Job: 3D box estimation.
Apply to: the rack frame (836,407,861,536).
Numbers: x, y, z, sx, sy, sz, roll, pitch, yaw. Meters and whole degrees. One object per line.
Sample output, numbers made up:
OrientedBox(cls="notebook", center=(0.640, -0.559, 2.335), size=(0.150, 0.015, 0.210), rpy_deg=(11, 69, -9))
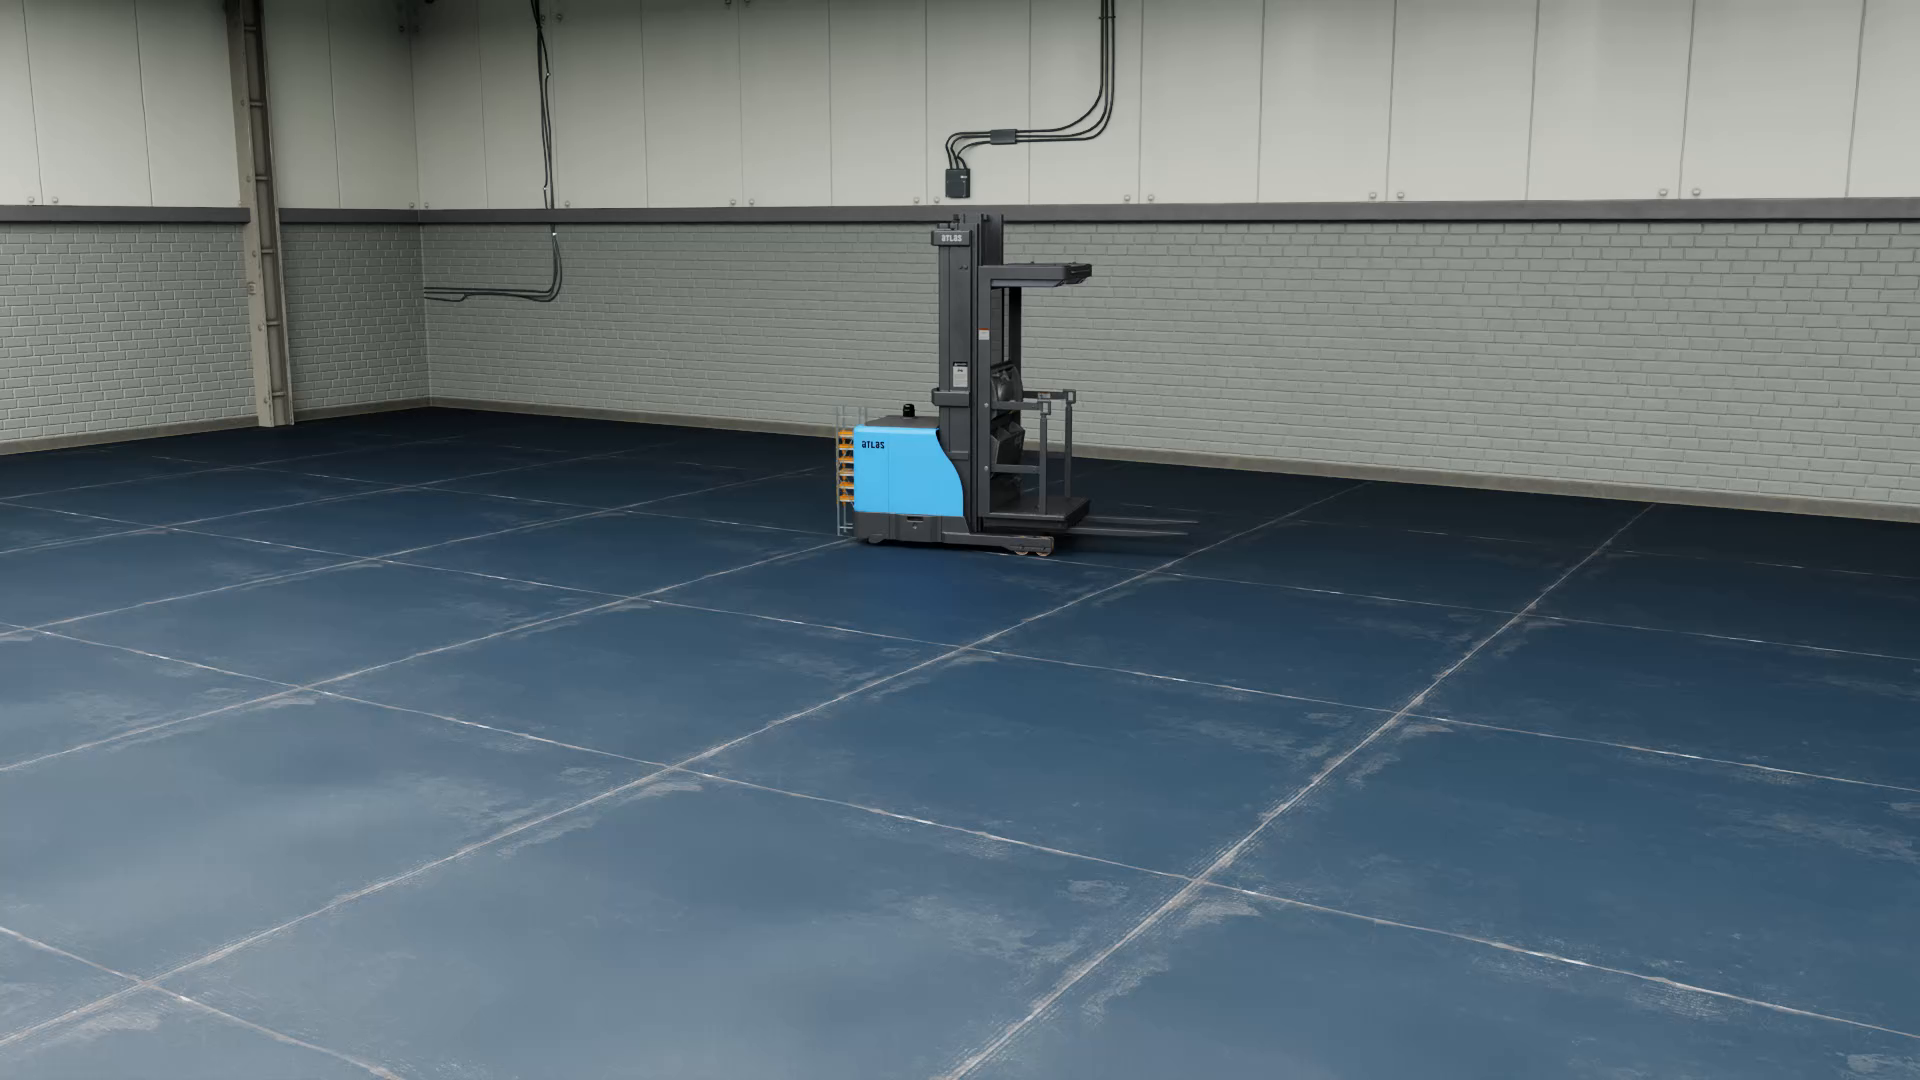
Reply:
OrientedBox(cls="rack frame", center=(-1.021, -0.624, 15.320), size=(0.240, 1.200, 0.006), rpy_deg=(3, 11, 15))

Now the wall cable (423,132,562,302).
OrientedBox(cls="wall cable", center=(-7.287, -4.907, 25.447), size=(3.097, 2.526, 0.112), rpy_deg=(6, 12, 31))

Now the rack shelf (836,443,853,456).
OrientedBox(cls="rack shelf", center=(-0.997, -0.832, 15.371), size=(0.258, 0.103, 0.180), rpy_deg=(3, 11, 15))

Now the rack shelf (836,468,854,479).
OrientedBox(cls="rack shelf", center=(-0.997, -0.596, 15.415), size=(0.258, 0.103, 0.180), rpy_deg=(3, 11, 15))

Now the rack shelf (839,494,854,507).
OrientedBox(cls="rack shelf", center=(-0.997, -0.360, 15.459), size=(0.258, 0.103, 0.180), rpy_deg=(3, 11, 15))

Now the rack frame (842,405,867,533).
OrientedBox(cls="rack frame", center=(-0.974, -0.656, 15.494), size=(0.240, 1.200, 0.006), rpy_deg=(3, 11, 15))

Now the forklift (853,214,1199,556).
OrientedBox(cls="forklift", center=(0.605, -1.408, 14.805), size=(3.031, 2.935, 1.130), rpy_deg=(3, 11, 16))

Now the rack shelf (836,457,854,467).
OrientedBox(cls="rack shelf", center=(-0.997, -0.714, 15.393), size=(0.258, 0.103, 0.180), rpy_deg=(3, 11, 15))

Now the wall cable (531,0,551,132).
OrientedBox(cls="wall cable", center=(-4.975, -7.131, 23.602), size=(3.097, 2.526, 0.112), rpy_deg=(6, 12, 31))

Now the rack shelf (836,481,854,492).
OrientedBox(cls="rack shelf", center=(-0.997, -0.478, 15.437), size=(0.258, 0.103, 0.180), rpy_deg=(3, 11, 15))

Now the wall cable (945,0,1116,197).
OrientedBox(cls="wall cable", center=(0.818, -7.196, 19.991), size=(2.305, 6.003, 0.169), rpy_deg=(6, 12, 31))

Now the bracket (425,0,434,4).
OrientedBox(cls="bracket", center=(-8.198, -8.270, 25.189), size=(0.235, 0.232, 0.430), rpy_deg=(6, 12, 31))

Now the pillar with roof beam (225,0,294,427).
OrientedBox(cls="pillar with roof beam", center=(-6.268, -5.685, 21.164), size=(9.100, 9.000, 0.400), rpy_deg=(6, 12, 31))

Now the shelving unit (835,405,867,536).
OrientedBox(cls="shelving unit", center=(-0.997, -0.640, 15.407), size=(0.258, 1.200, 0.189), rpy_deg=(3, 11, 15))

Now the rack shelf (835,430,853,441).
OrientedBox(cls="rack shelf", center=(-0.997, -0.950, 15.349), size=(0.258, 0.103, 0.180), rpy_deg=(3, 11, 15))
